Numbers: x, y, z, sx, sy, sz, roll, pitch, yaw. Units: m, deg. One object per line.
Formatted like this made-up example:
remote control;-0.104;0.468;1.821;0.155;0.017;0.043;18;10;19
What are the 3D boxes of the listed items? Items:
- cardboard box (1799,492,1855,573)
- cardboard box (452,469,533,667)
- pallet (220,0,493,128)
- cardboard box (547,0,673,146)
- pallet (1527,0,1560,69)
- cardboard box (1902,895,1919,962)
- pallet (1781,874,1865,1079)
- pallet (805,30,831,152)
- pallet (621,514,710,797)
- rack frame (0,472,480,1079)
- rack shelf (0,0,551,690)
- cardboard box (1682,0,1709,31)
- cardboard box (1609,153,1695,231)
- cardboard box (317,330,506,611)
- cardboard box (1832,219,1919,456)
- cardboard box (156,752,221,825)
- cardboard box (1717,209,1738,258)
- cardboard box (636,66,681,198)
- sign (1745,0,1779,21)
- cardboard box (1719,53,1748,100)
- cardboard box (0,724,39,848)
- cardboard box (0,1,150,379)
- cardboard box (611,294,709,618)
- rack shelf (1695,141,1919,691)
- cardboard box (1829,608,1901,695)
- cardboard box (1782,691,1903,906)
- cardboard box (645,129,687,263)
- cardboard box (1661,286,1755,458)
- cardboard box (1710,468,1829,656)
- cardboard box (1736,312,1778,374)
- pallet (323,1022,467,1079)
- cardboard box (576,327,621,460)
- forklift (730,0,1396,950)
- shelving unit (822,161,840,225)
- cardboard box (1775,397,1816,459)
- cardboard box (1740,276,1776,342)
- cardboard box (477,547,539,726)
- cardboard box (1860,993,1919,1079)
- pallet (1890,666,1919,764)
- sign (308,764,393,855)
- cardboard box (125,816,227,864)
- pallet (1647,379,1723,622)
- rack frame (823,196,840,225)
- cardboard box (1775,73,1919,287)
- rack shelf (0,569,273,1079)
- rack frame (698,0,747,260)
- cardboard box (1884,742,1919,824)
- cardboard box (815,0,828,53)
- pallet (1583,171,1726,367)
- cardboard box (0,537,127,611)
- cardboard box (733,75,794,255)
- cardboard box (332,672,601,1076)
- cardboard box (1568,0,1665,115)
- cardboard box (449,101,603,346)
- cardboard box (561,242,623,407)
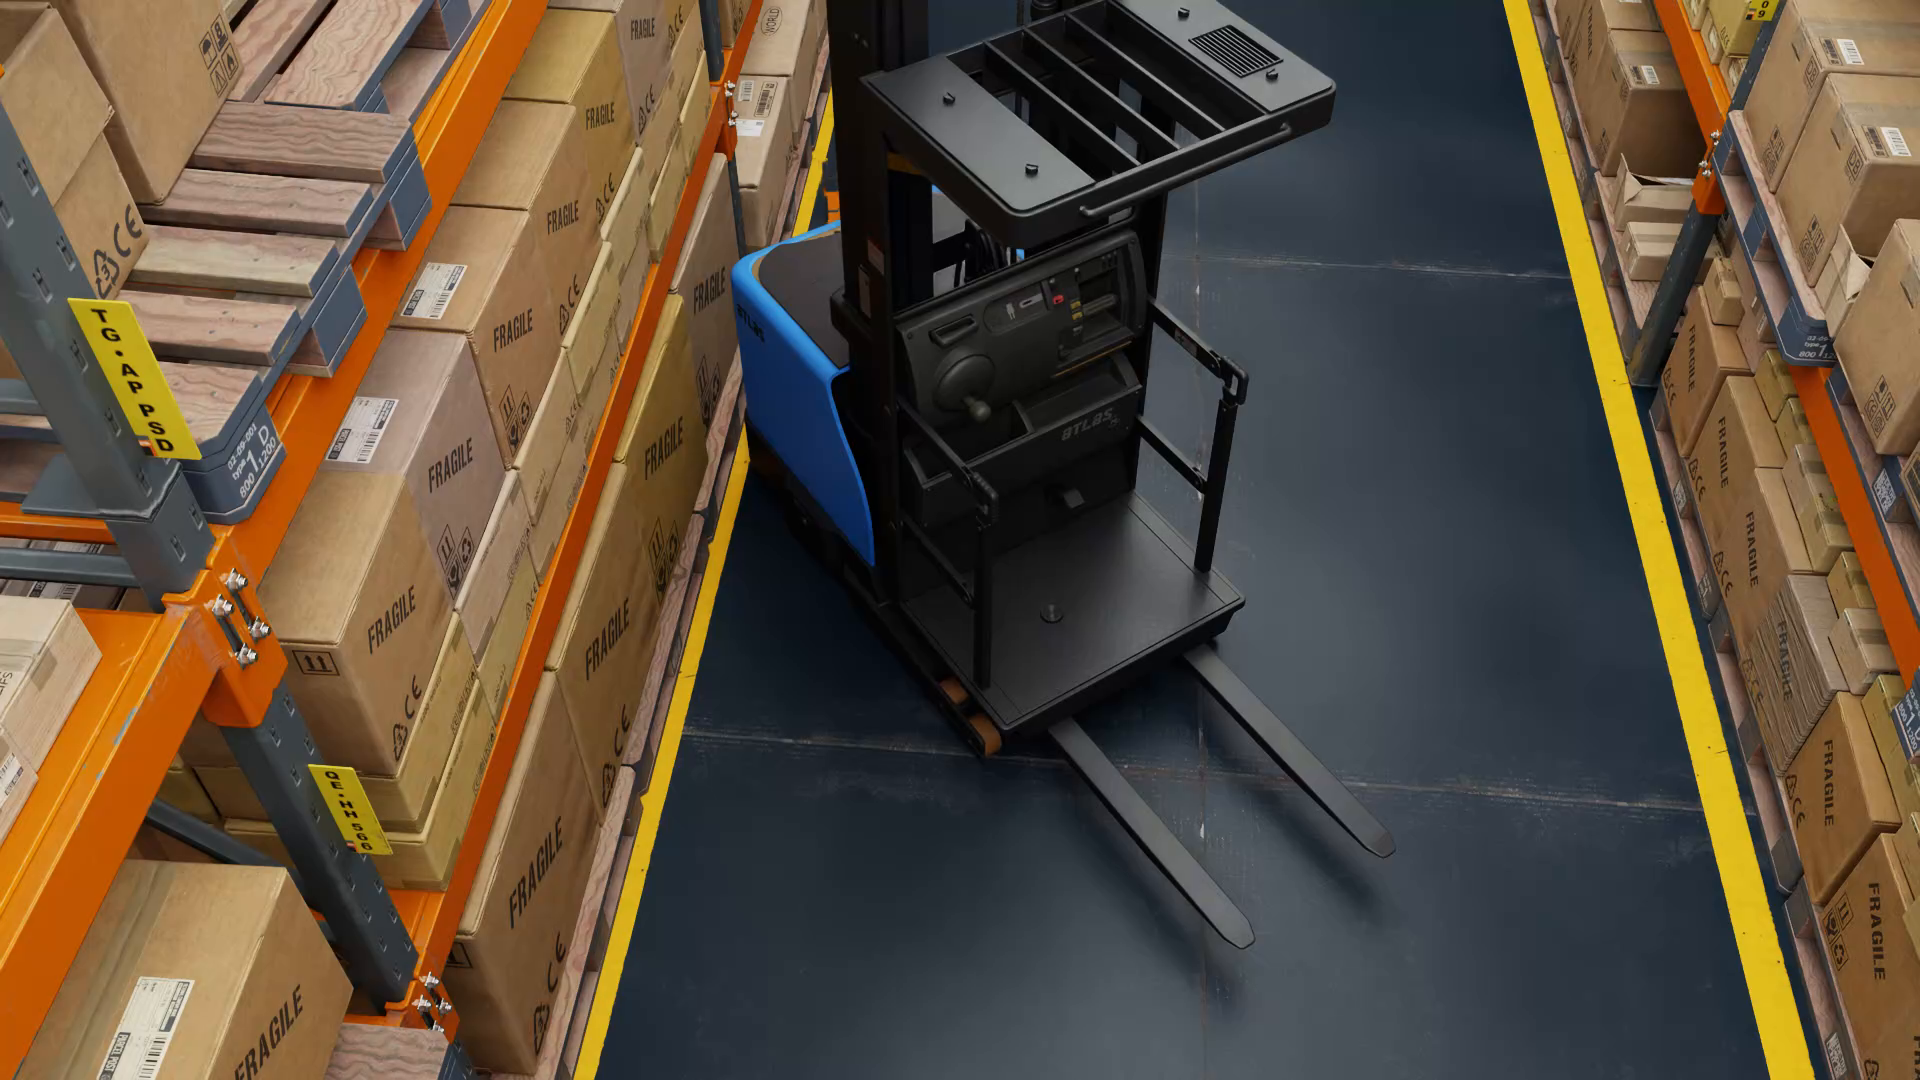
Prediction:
cardboard box;3.133;-0.012;5.724;0.380;0.149;0.250;5;48;5
cardboard box;-1.481;0.050;4.460;0.500;0.250;0.500;5;48;4
pallet;-1.716;-1.343;4.067;1.003;0.211;1.213;6;48;5
cardboard box;-1.287;-1.681;5.535;0.500;0.500;0.500;5;48;4
pallet;3.773;-3.061;9.432;1.003;0.211;1.213;4;48;4
cardboard box;2.909;1.135;4.674;0.380;0.149;0.250;2;48;2
pallet;3.228;1.630;5.142;1.003;0.211;1.213;4;48;4
pallet;-1.201;-2.547;8.962;1.003;0.211;1.213;4;48;4
pallet;-1.560;0.377;6.288;1.003;0.211;1.213;4;48;4
rack frame;-1.821;0.904;3.916;1.000;3.000;0.127;4;48;4
rack shelf;-1.639;-1.335;4.419;1.077;0.370;4.000;4;48;4
cardboard box;3.266;-2.256;6.977;0.380;0.149;0.250;5;48;5
cardboard box;3.278;-1.615;7.788;0.396;0.266;0.258;5;48;5
cardboard box;-1.497;-0.178;4.161;0.500;0.500;0.500;4;48;4
cardboard box;3.101;-0.582;4.923;0.700;0.500;0.500;4;48;3
cardboard box;-2.030;0.413;4.128;0.500;0.250;0.500;4;48;3
cardboard box;3.782;-1.408;7.569;0.500;0.311;0.500;5;48;5
cardboard box;-1.293;-1.445;5.828;0.500;0.250;0.500;5;48;4
sign;2.946;-2.027;6.011;0.100;0.325;0.005;4;48;4
cardboard box;3.264;-1.871;6.624;0.380;0.149;0.250;4;48;4
cardboard box;-1.655;0.405;2.510;0.380;0.149;0.250;4;48;4
cardboard box;-1.937;-0.572;2.879;0.797;0.503;0.637;1;48;1
cardboard box;-1.508;-0.335;6.205;0.875;0.875;0.875;5;48;5
rack shelf;3.305;0.008;5.223;1.077;0.370;4.000;4;48;4
cardboard box;3.064;0.366;5.379;0.380;0.149;0.250;2;48;2
cardboard box;3.048;0.860;5.366;0.500;0.500;0.500;6;48;5
cardboard box;-1.294;-1.264;6.001;0.500;0.250;0.500;3;48;3
cardboard box;3.219;-0.662;6.758;0.500;0.500;0.500;6;48;5
cardboard box;3.130;0.096;6.064;0.500;0.500;0.500;3;48;2
cardboard box;3.241;-0.767;6.414;0.380;0.149;0.250;3;48;2
pallet;-1.780;1.500;3.502;1.213;0.211;1.003;4;48;4
cardboard box;-1.402;-0.515;5.315;0.500;0.250;0.500;4;48;4
forklift;0.342;-0.605;5.343;1.130;2.935;3.031;-26;53;-22
shelving unit;-0.454;-1.089;7.054;0.215;1.050;0.252;-3;46;-3
cardboard box;3.218;-0.375;6.056;0.380;0.149;0.250;3;48;3
cardboard box;3.213;-0.882;6.318;0.380;0.149;0.250;2;48;2
cardboard box;-1.497;0.233;4.631;0.500;0.250;0.500;3;48;2
cardboard box;2.947;1.612;4.678;0.500;0.500;0.500;5;48;5
pallet;3.114;0.797;4.144;1.213;0.211;1.003;4;48;4
sign;-1.280;0.570;3.491;0.100;0.325;0.005;4;48;4
cardboard box;-2.033;0.566;4.328;0.500;0.250;0.500;2;48;2
pallet;3.450;-0.163;6.782;1.003;0.211;1.213;4;48;4
rack frame;-0.444;-1.001;6.970;0.200;1.050;0.008;-3;46;-3
cardboard box;3.173;-1.159;5.451;0.700;0.500;0.500;4;48;4
rack shelf;-2.003;1.604;1.731;1.077;0.370;4.000;4;48;4
rack frame;-1.456;-2.035;6.605;1.000;3.000;0.127;4;48;4
cardboard box;3.046;0.754;5.023;0.380;0.149;0.250;5;48;5
cardboard box;-1.128;-3.087;9.018;0.875;0.438;0.875;5;48;5
pallet;3.550;-1.268;7.792;1.003;0.211;1.213;4;48;4
cardboard box;-2.034;0.135;3.874;0.500;0.500;0.500;3;48;2
cardboard box;-1.292;-1.766;7.811;0.875;0.438;0.875;3;48;3
cardboard box;-1.675;0.977;5.004;0.875;0.875;0.875;3;48;3
cardboard box;3.437;-2.491;8.431;0.500;0.500;0.500;5;48;4
cardboard box;-1.385;-0.928;4.847;0.500;0.500;0.500;5;48;4
cardboard box;-1.364;-0.687;5.134;0.500;0.250;0.500;5;48;4
